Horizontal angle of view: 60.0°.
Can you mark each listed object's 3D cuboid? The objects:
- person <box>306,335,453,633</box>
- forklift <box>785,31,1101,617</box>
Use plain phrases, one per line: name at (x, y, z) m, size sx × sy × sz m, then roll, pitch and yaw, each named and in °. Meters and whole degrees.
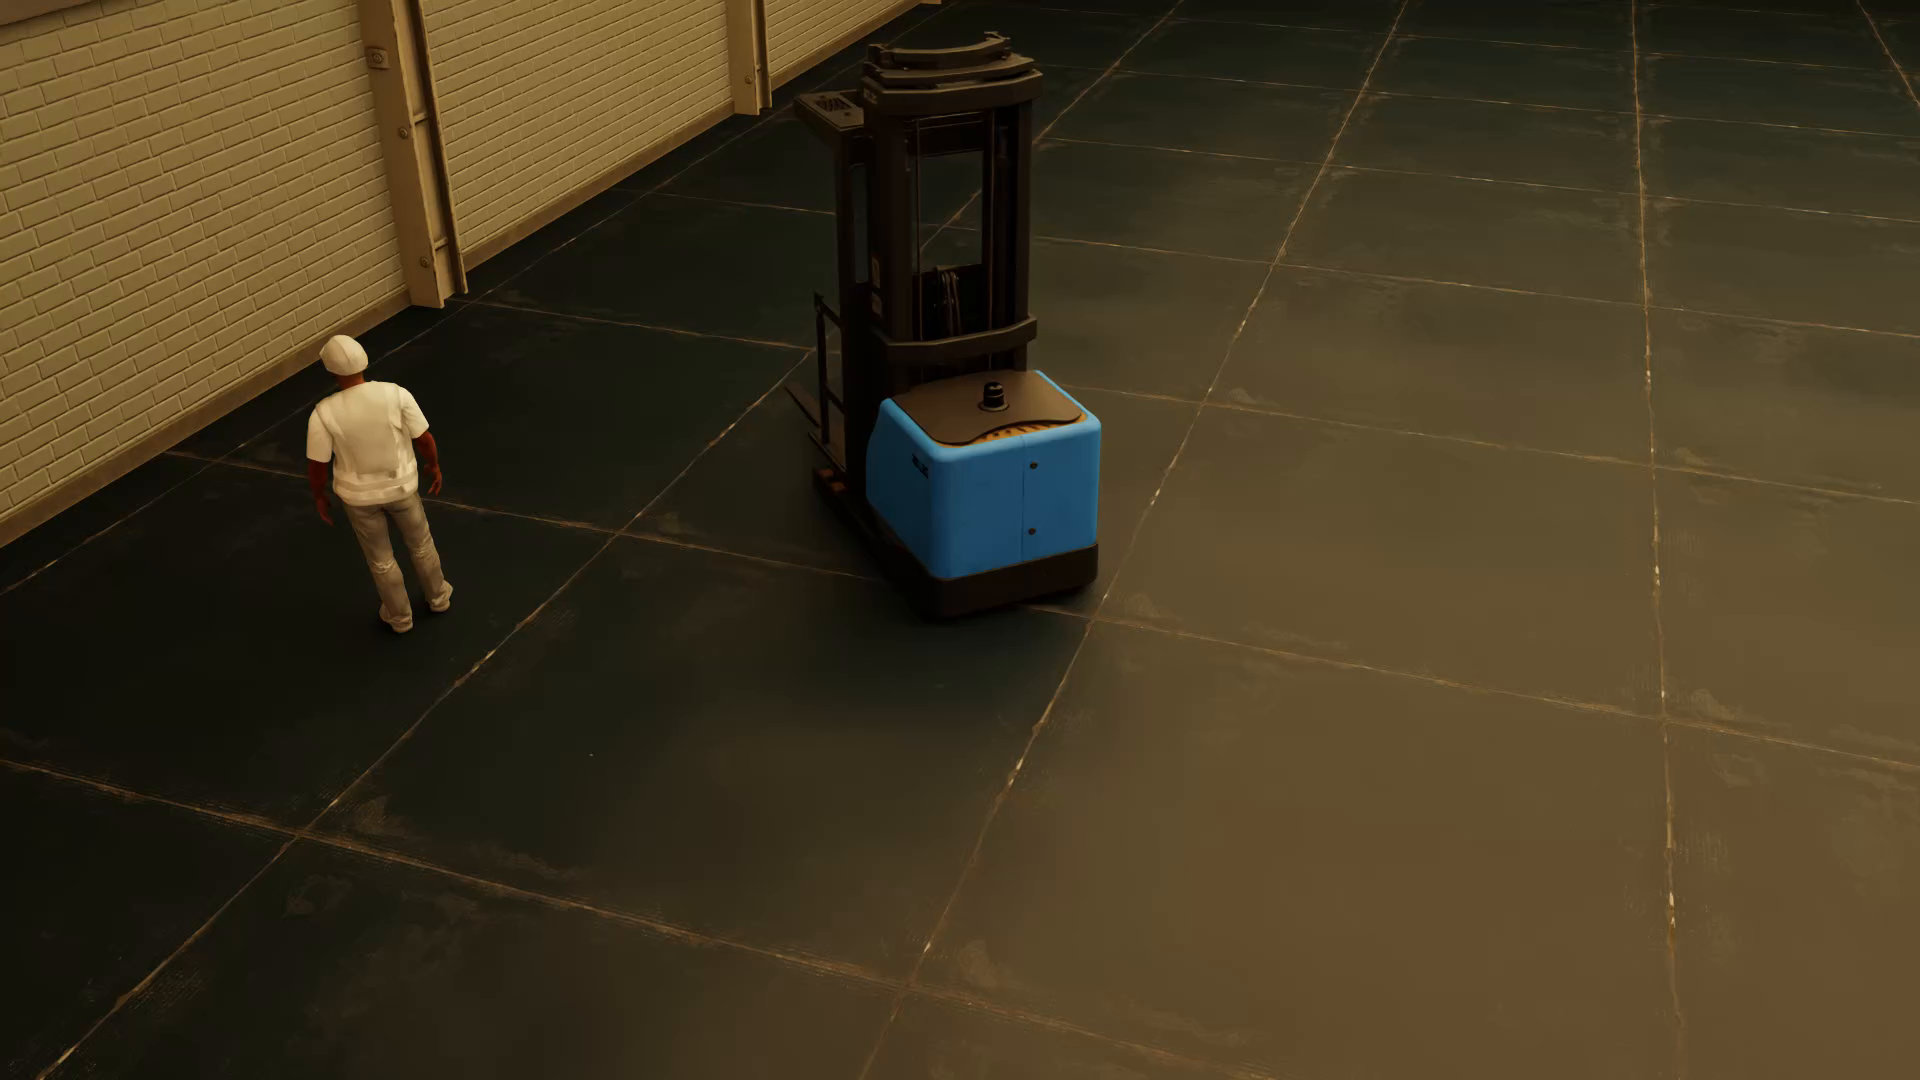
person at (-3.110, -0.315, 8.852) m, size 0.666 × 1.765 × 0.578 m, roll -14°, pitch 33°, yaw -24°
forklift at (-0.282, -1.556, 9.866) m, size 1.130 × 2.935 × 3.031 m, roll -13°, pitch 32°, yaw -21°
